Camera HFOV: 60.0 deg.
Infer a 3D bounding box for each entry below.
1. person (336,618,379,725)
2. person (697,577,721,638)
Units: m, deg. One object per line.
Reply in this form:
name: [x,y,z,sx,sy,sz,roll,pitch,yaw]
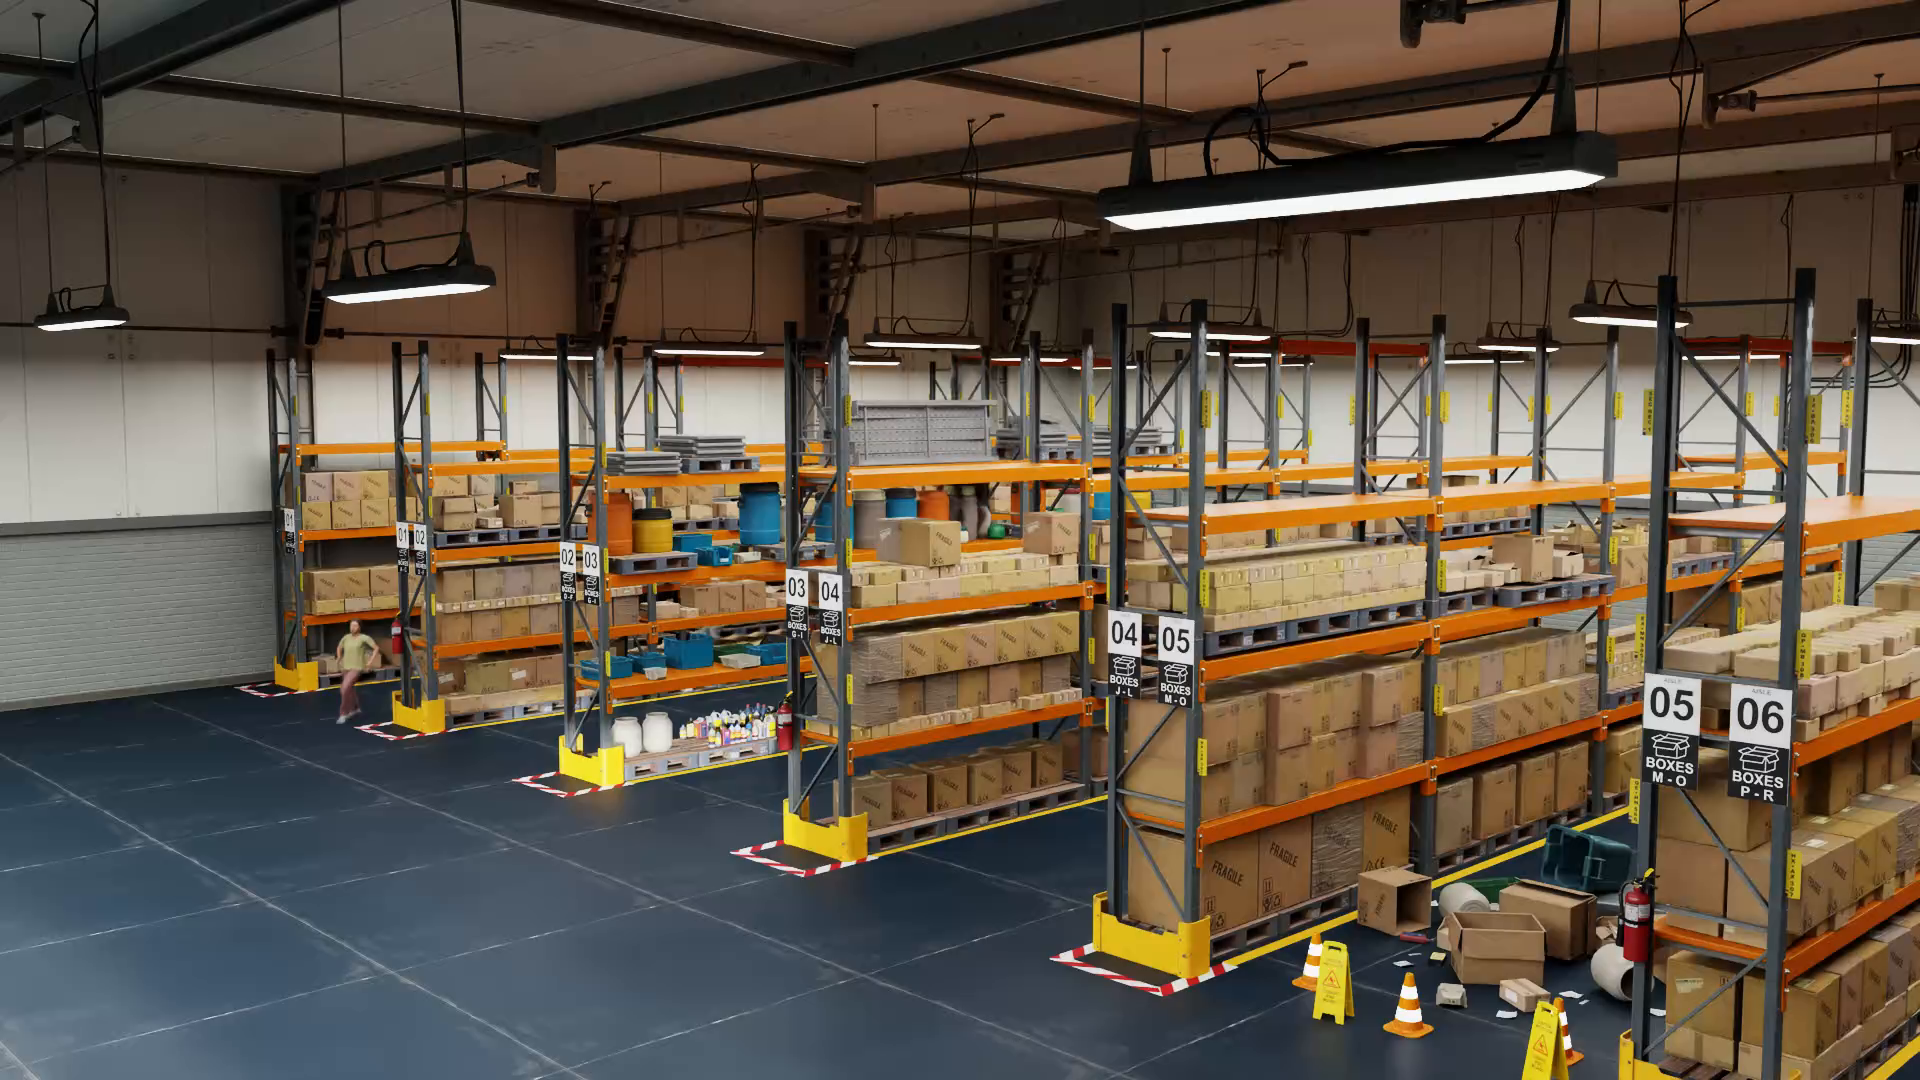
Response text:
person: [-9.607,2.065,26.398,0.640,1.677,0.694,2,5,18]
person: [-4.781,1.526,31.851,0.664,1.739,0.603,5,7,44]
